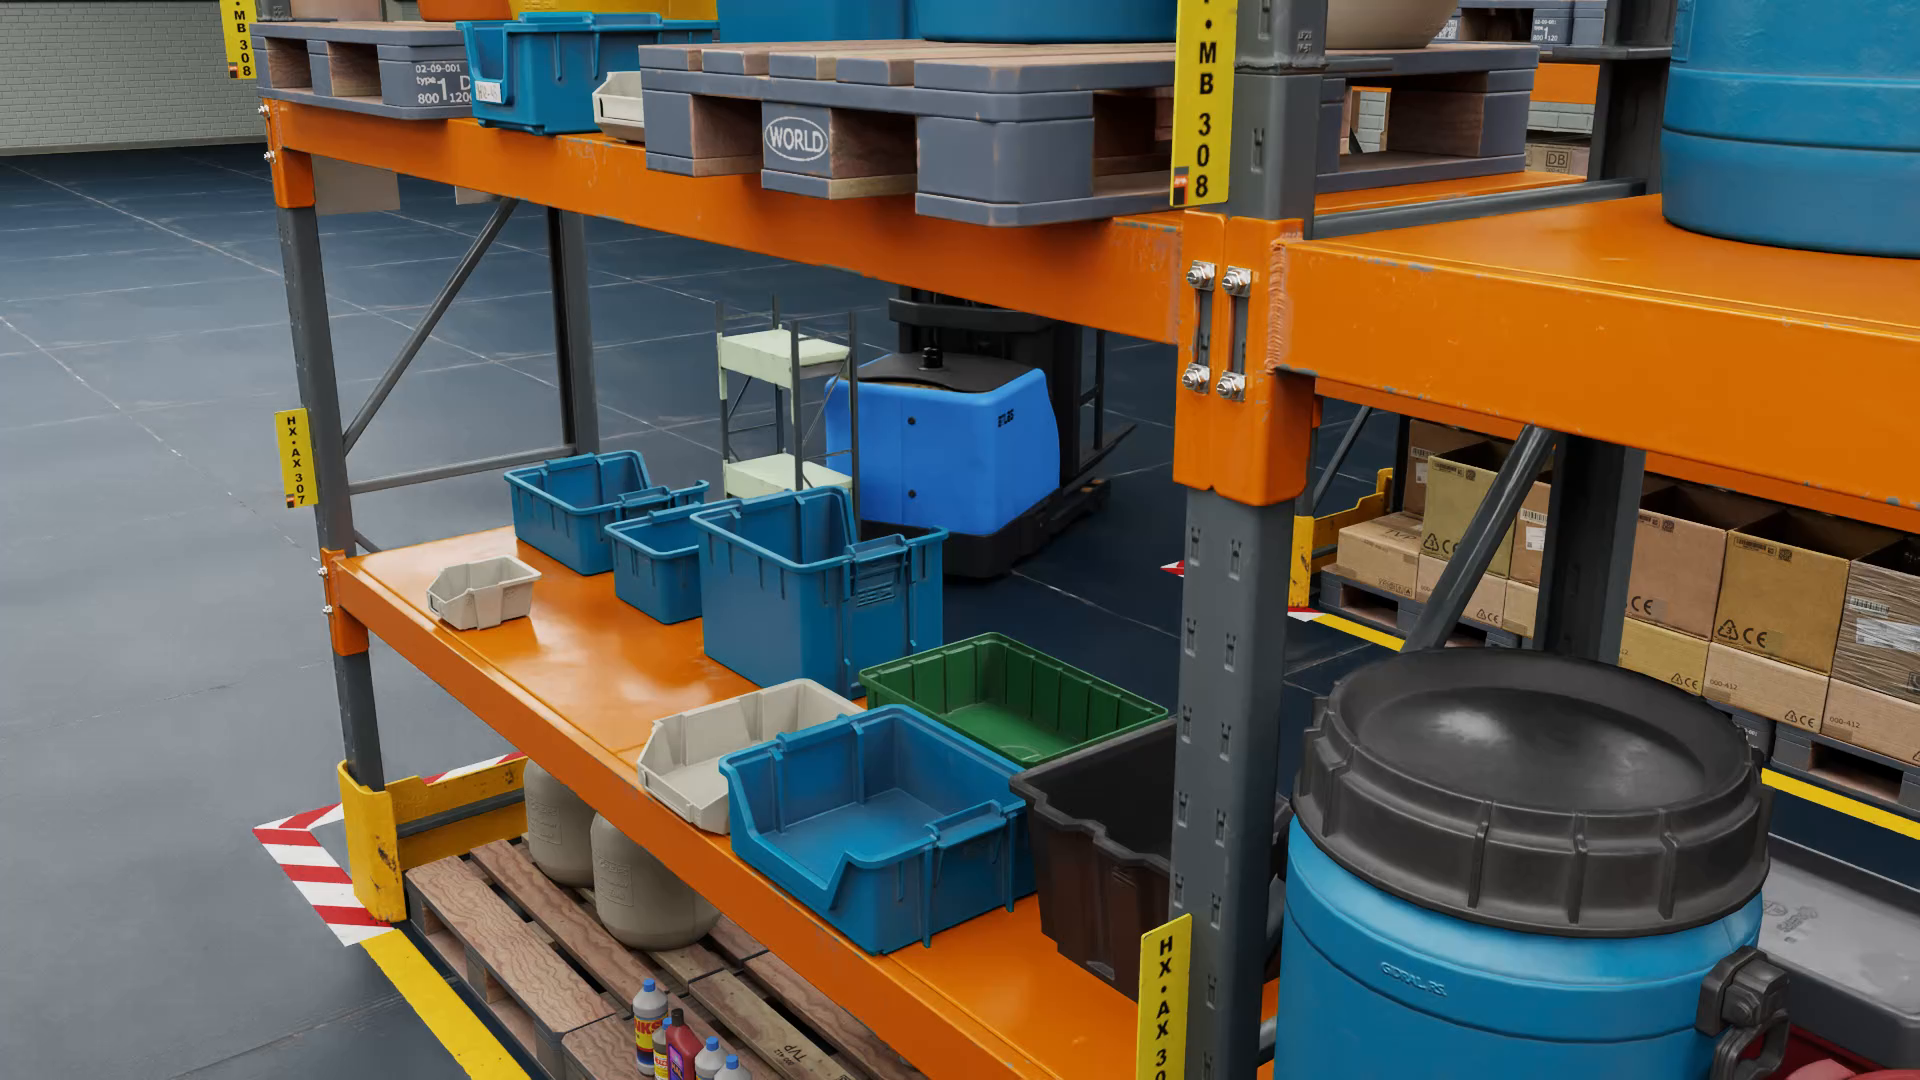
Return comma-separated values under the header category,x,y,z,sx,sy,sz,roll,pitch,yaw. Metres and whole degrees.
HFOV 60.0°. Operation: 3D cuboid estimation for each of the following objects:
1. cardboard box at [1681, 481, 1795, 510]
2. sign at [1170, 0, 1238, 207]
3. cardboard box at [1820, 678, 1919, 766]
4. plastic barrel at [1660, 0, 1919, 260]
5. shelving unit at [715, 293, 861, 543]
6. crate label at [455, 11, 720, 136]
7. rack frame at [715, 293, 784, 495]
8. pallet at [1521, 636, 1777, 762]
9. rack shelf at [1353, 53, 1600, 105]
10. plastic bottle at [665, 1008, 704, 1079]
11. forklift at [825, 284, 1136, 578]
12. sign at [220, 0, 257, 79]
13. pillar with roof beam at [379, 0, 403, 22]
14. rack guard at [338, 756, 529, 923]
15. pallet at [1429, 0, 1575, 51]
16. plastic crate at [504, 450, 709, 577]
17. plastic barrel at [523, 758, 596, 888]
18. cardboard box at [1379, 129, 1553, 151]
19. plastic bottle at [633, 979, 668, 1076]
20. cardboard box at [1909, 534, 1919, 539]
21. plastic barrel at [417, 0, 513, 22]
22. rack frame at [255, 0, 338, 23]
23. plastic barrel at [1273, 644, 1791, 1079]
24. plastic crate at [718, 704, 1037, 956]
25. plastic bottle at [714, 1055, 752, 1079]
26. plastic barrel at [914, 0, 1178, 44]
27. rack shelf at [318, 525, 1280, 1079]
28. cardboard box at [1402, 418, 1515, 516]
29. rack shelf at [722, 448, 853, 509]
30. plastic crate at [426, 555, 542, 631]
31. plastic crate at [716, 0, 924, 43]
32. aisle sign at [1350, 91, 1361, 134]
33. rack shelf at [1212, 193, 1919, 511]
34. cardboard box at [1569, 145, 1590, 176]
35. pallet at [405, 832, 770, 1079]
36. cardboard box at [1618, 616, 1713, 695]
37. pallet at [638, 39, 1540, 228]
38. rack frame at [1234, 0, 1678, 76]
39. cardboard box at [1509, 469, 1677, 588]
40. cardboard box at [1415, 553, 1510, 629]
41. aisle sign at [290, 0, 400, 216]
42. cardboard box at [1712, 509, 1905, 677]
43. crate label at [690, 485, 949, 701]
category,x,y,z,sx,sy,sz,roll,pitch,yaw
cardboard box,3.651,-0.017,7.654,0.500,0.500,0.500,-14,23,-36
sign,0.303,-0.580,2.055,0.100,0.325,0.005,-14,23,-36
cardboard box,3.864,0.687,6.721,0.500,0.250,0.500,-14,23,-36
plastic barrel,1.227,-0.835,2.043,0.600,0.901,0.708,-14,23,-36
shelving unit,-0.935,-0.533,9.087,0.431,1.500,0.755,-14,23,-37
crate label,-0.839,-1.069,3.785,0.502,0.251,0.408,-14,23,-36
rack frame,-1.167,-0.622,9.356,0.400,1.500,0.023,-14,23,-37
pallet,3.404,0.597,7.724,1.003,0.211,1.213,-14,23,-36
rack shelf,3.384,-1.797,6.891,1.077,0.370,4.000,-14,23,-36
plastic bottle,-0.735,1.406,4.467,0.061,0.283,0.133,-14,23,-35
forklift,0.306,-1.607,10.053,1.130,2.935,3.031,8,20,23
sign,-2.176,-1.564,5.027,0.100,0.325,0.005,-14,23,-36
pillar with roof beam,-14.865,-11.572,30.494,9.100,9.000,0.400,-14,23,-36
rack guard,-1.658,0.954,6.185,1.175,0.500,0.348,-14,23,-36
pallet,2.561,-2.410,7.739,1.003,0.211,1.213,-14,23,-36
plastic crate,-1.197,-0.106,5.648,0.499,0.251,0.616,-14,23,-36
plastic barrel,-1.274,0.887,5.701,0.421,0.512,0.421,0,18,0
cardboard box,2.455,-1.740,8.124,0.700,0.500,0.500,-14,23,-36
plastic bottle,-0.861,1.352,4.648,0.097,0.271,0.097,0,18,0
cardboard box,4.267,0.231,6.906,0.500,0.500,0.500,-14,23,-36
plastic barrel,-1.341,-1.974,4.929,0.600,0.830,0.708,-14,23,-36
rack frame,-1.743,-3.090,4.878,1.000,3.000,0.127,-14,23,-36
plastic barrel,0.743,0.660,2.299,0.600,0.901,0.708,-14,23,-36
plastic crate,-0.159,0.595,3.531,0.499,0.251,0.616,-14,23,-36
plastic bottle,-0.586,1.461,4.318,0.097,0.271,0.097,0,18,0
plastic barrel,0.207,-1.384,3.032,0.600,0.901,0.708,-14,23,-36
rack shelf,-0.501,0.593,4.446,1.077,0.370,4.000,-14,23,-36
cardboard box,2.709,-0.384,8.762,0.500,0.500,0.500,-14,23,-36
rack shelf,-0.935,-0.224,9.189,0.431,0.370,0.720,-14,23,-37
plastic crate,-1.439,0.167,5.007,0.298,0.136,0.250,-14,23,-36
plastic crate,-0.323,-1.247,4.110,0.392,0.384,0.575,-14,23,-36
aisle sign,1.862,-2.398,8.197,0.394,0.787,0.004,-14,23,-36
rack shelf,1.983,0.154,0.997,1.077,0.370,4.000,-14,23,-36
cardboard box,3.100,-1.488,7.361,0.700,0.500,0.500,-14,23,-36
pallet,-1.158,1.293,5.623,1.003,0.211,1.213,-14,23,-36
cardboard box,3.231,0.444,7.456,0.500,0.250,0.500,-14,23,-36
pallet,0.216,-0.749,2.882,1.213,0.211,1.003,-14,23,-36
rack frame,0.741,-2.104,1.901,1.000,3.000,0.127,-14,23,-36
cardboard box,2.934,-0.039,7.720,0.500,0.500,0.500,-14,23,-36
cardboard box,2.615,0.196,8.204,0.500,0.250,0.500,-14,23,-36
aisle sign,-2.017,-1.436,5.293,0.394,0.787,0.004,-14,23,-36
cardboard box,3.552,0.208,6.974,0.500,0.500,0.500,-14,23,-36
crate label,-0.388,0.142,4.605,0.502,0.435,0.616,-14,23,-36
